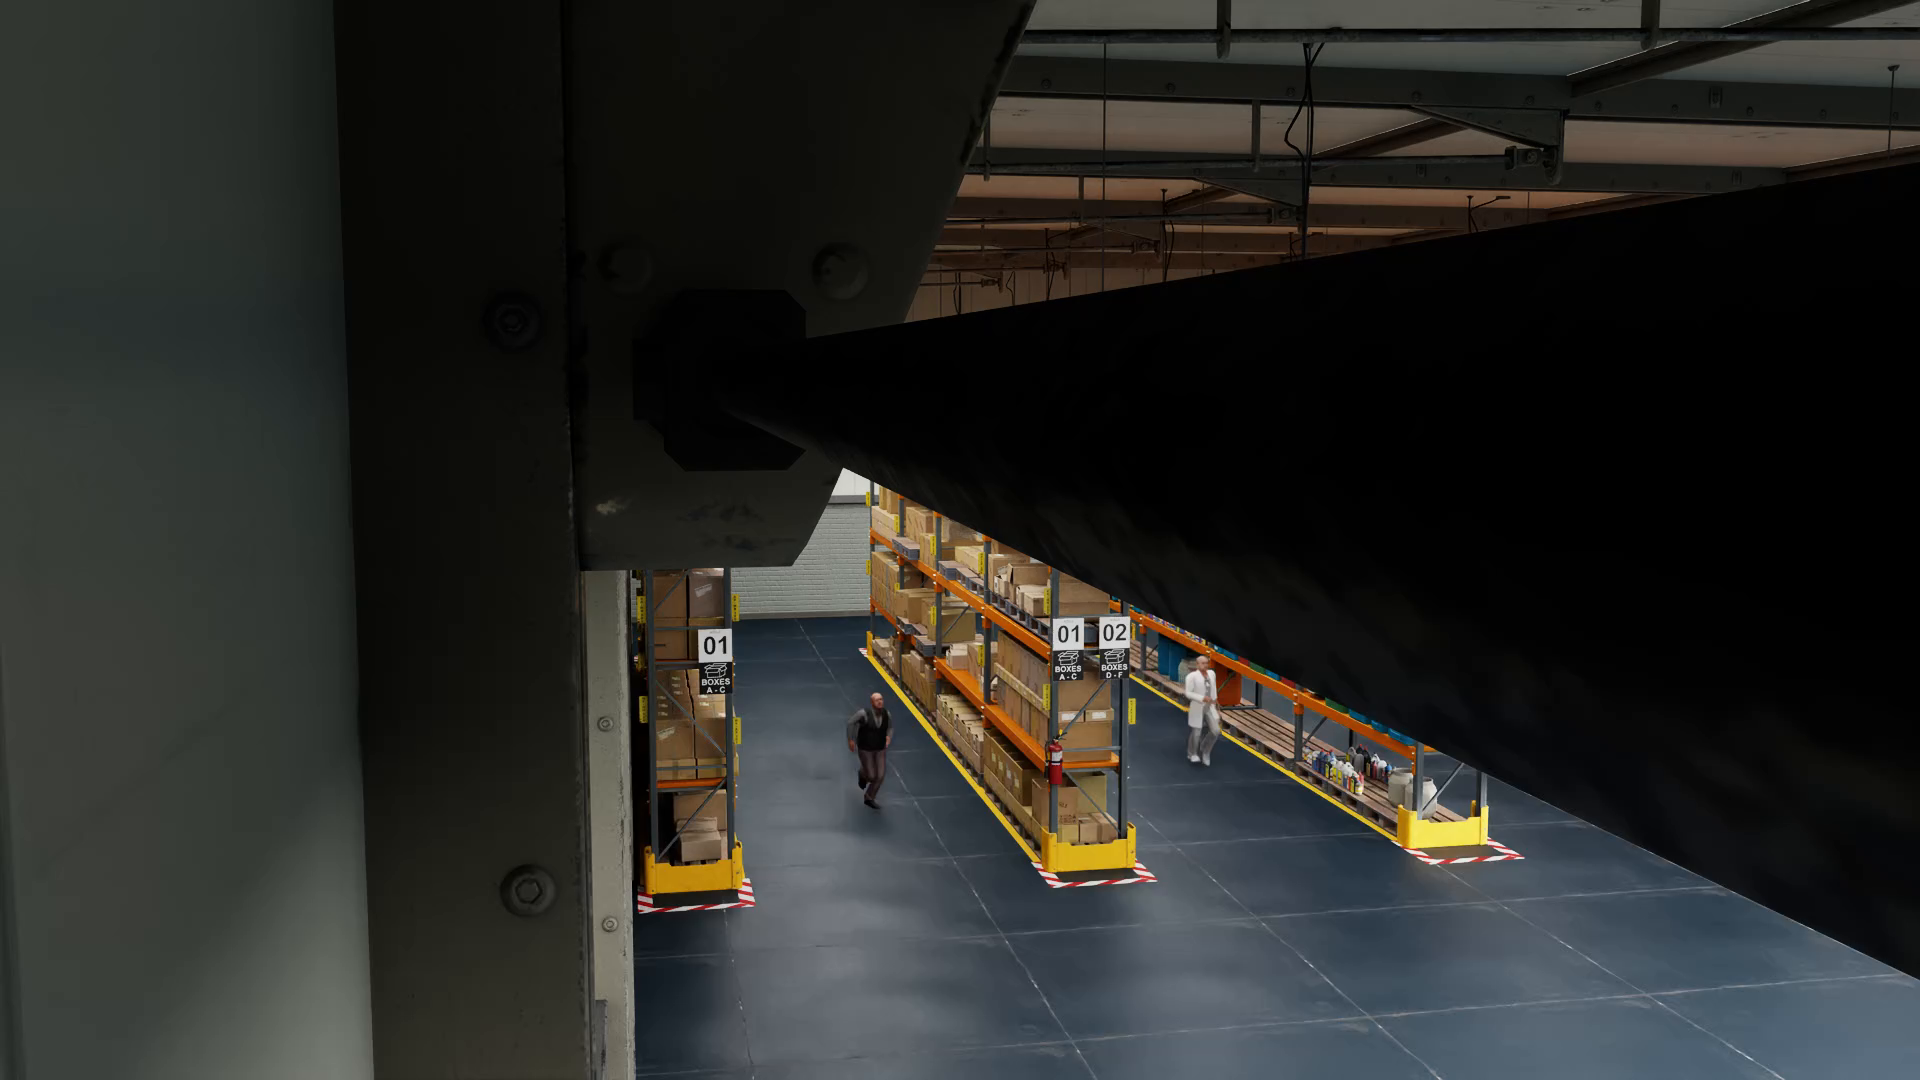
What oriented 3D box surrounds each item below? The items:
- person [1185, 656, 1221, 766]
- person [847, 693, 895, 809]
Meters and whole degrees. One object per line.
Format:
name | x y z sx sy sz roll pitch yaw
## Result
person | 3.842 2.703 26.273 0.672 1.771 0.838 -2 6 -19
person | -1.265 3.024 23.934 0.693 1.673 0.681 -3 7 -25
